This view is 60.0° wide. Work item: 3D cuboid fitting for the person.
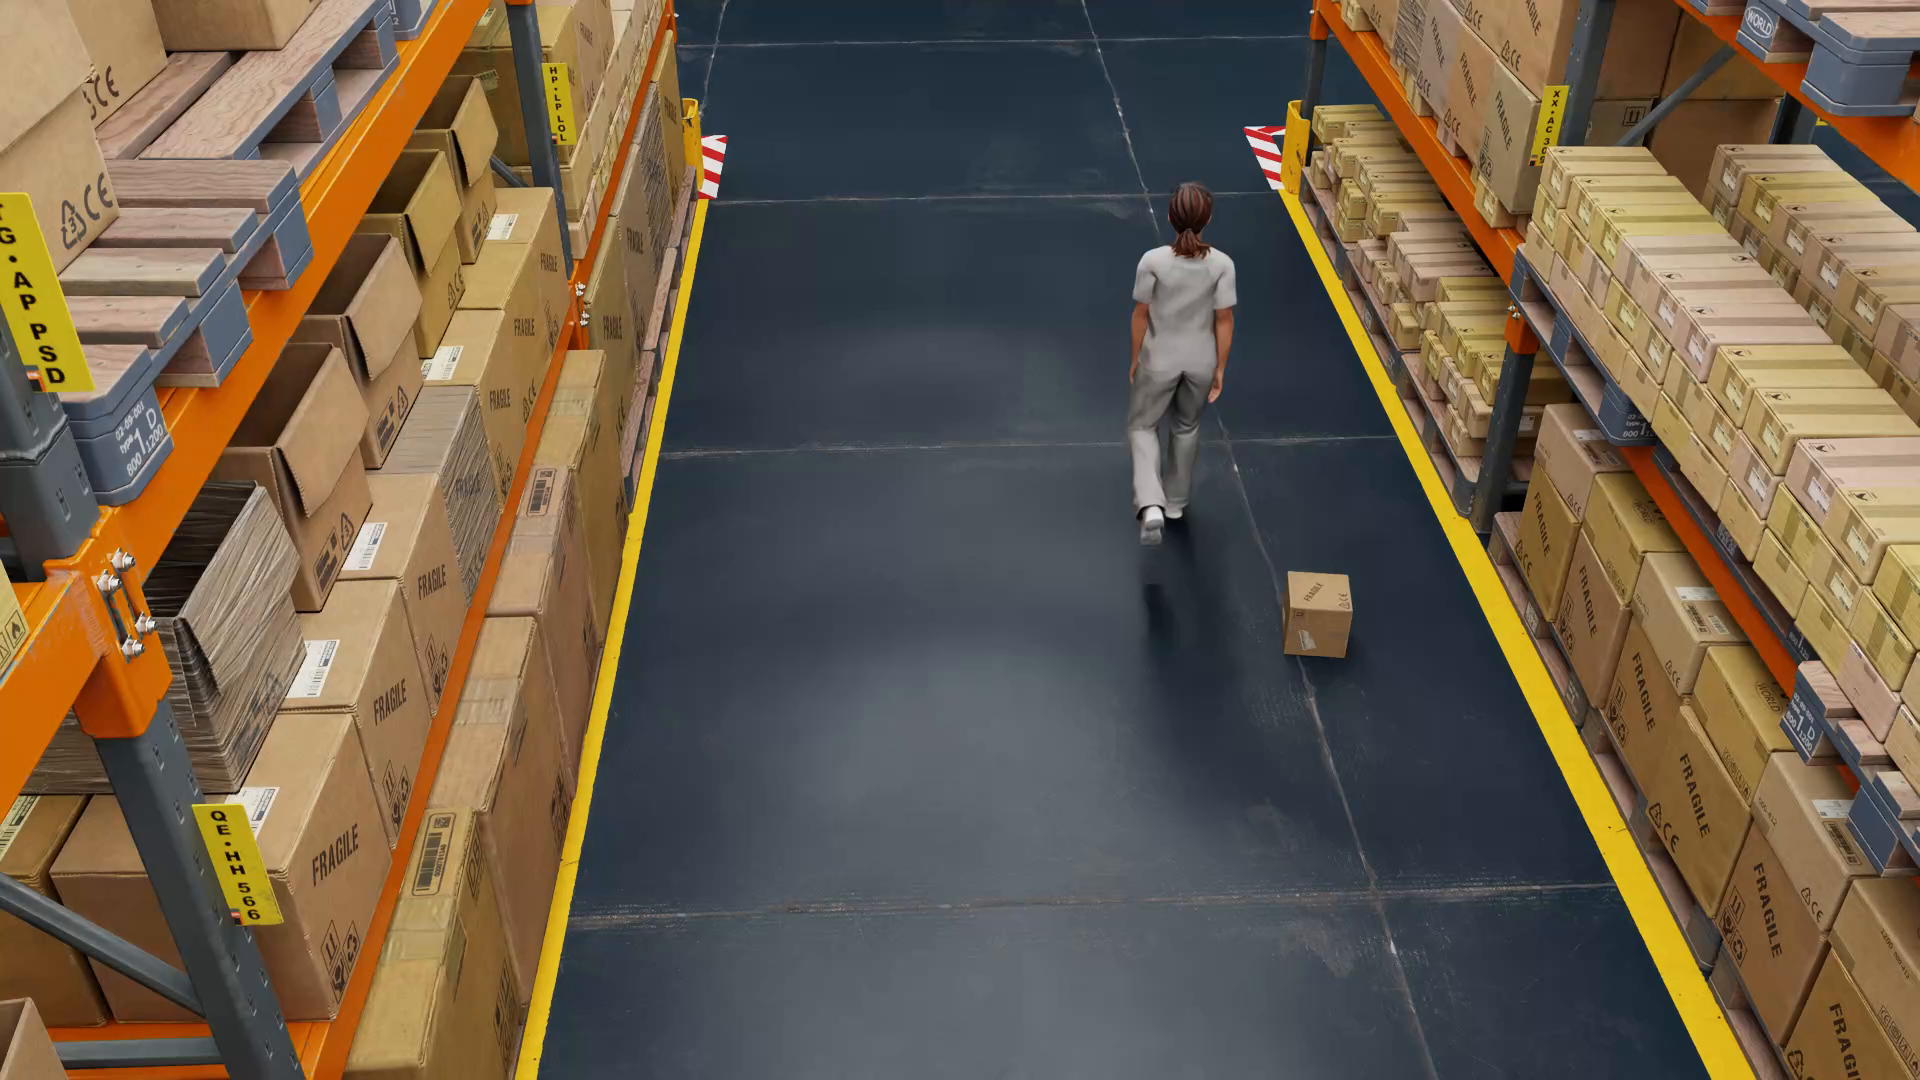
[{"bbox_3d":[0.945,-0.725,7.149,0.438,1.651,0.752,-1,35,-1],"label":"person"}]
